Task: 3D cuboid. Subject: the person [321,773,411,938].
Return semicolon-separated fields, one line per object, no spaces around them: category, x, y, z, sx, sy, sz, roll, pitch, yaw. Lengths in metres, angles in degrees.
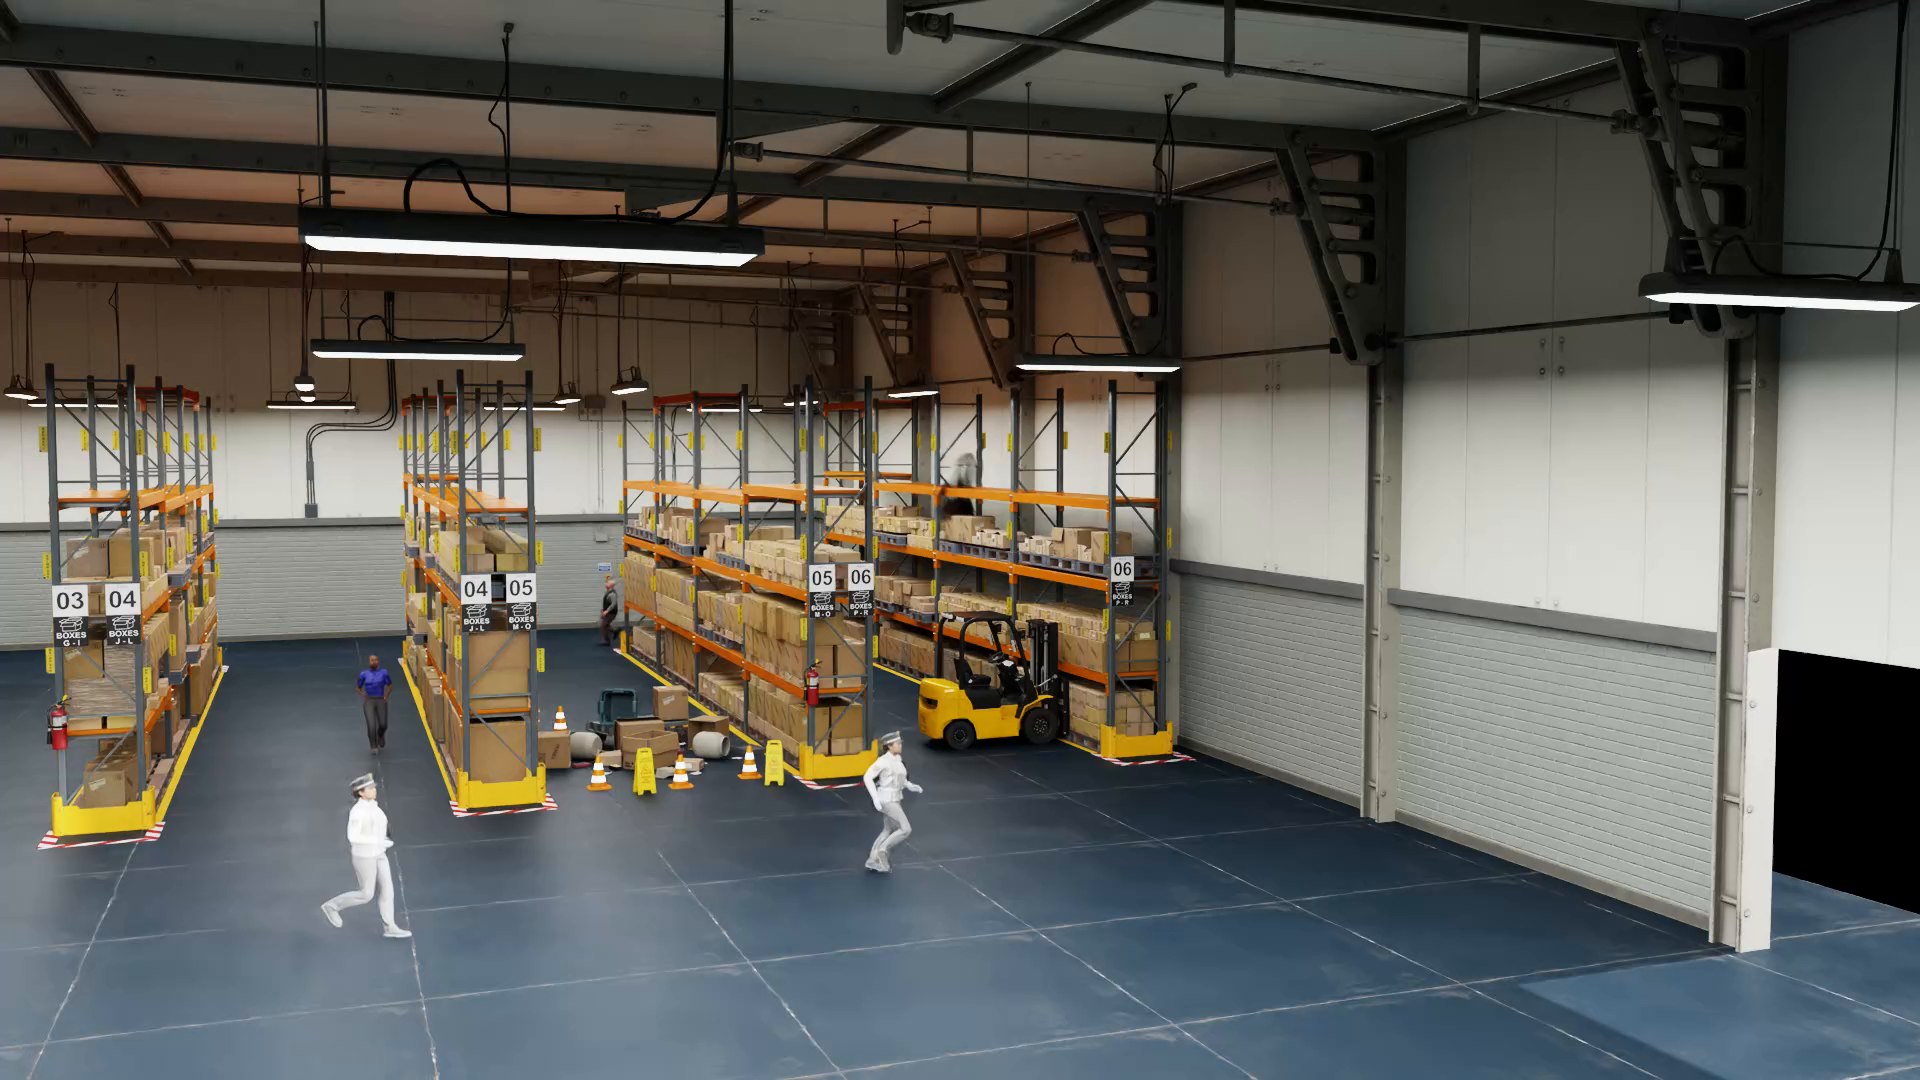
person;-5.966;3.172;16.739;0.890;1.669;0.618;0;3;4

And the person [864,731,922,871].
person;-0.777;3.032;19.291;0.692;1.646;0.583;1;4;18

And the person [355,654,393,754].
person;-9.409;2.634;26.741;0.572;1.606;0.549;-1;4;-23

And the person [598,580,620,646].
person;-8.589;1.794;40.828;0.547;1.648;0.689;-1;4;-20
